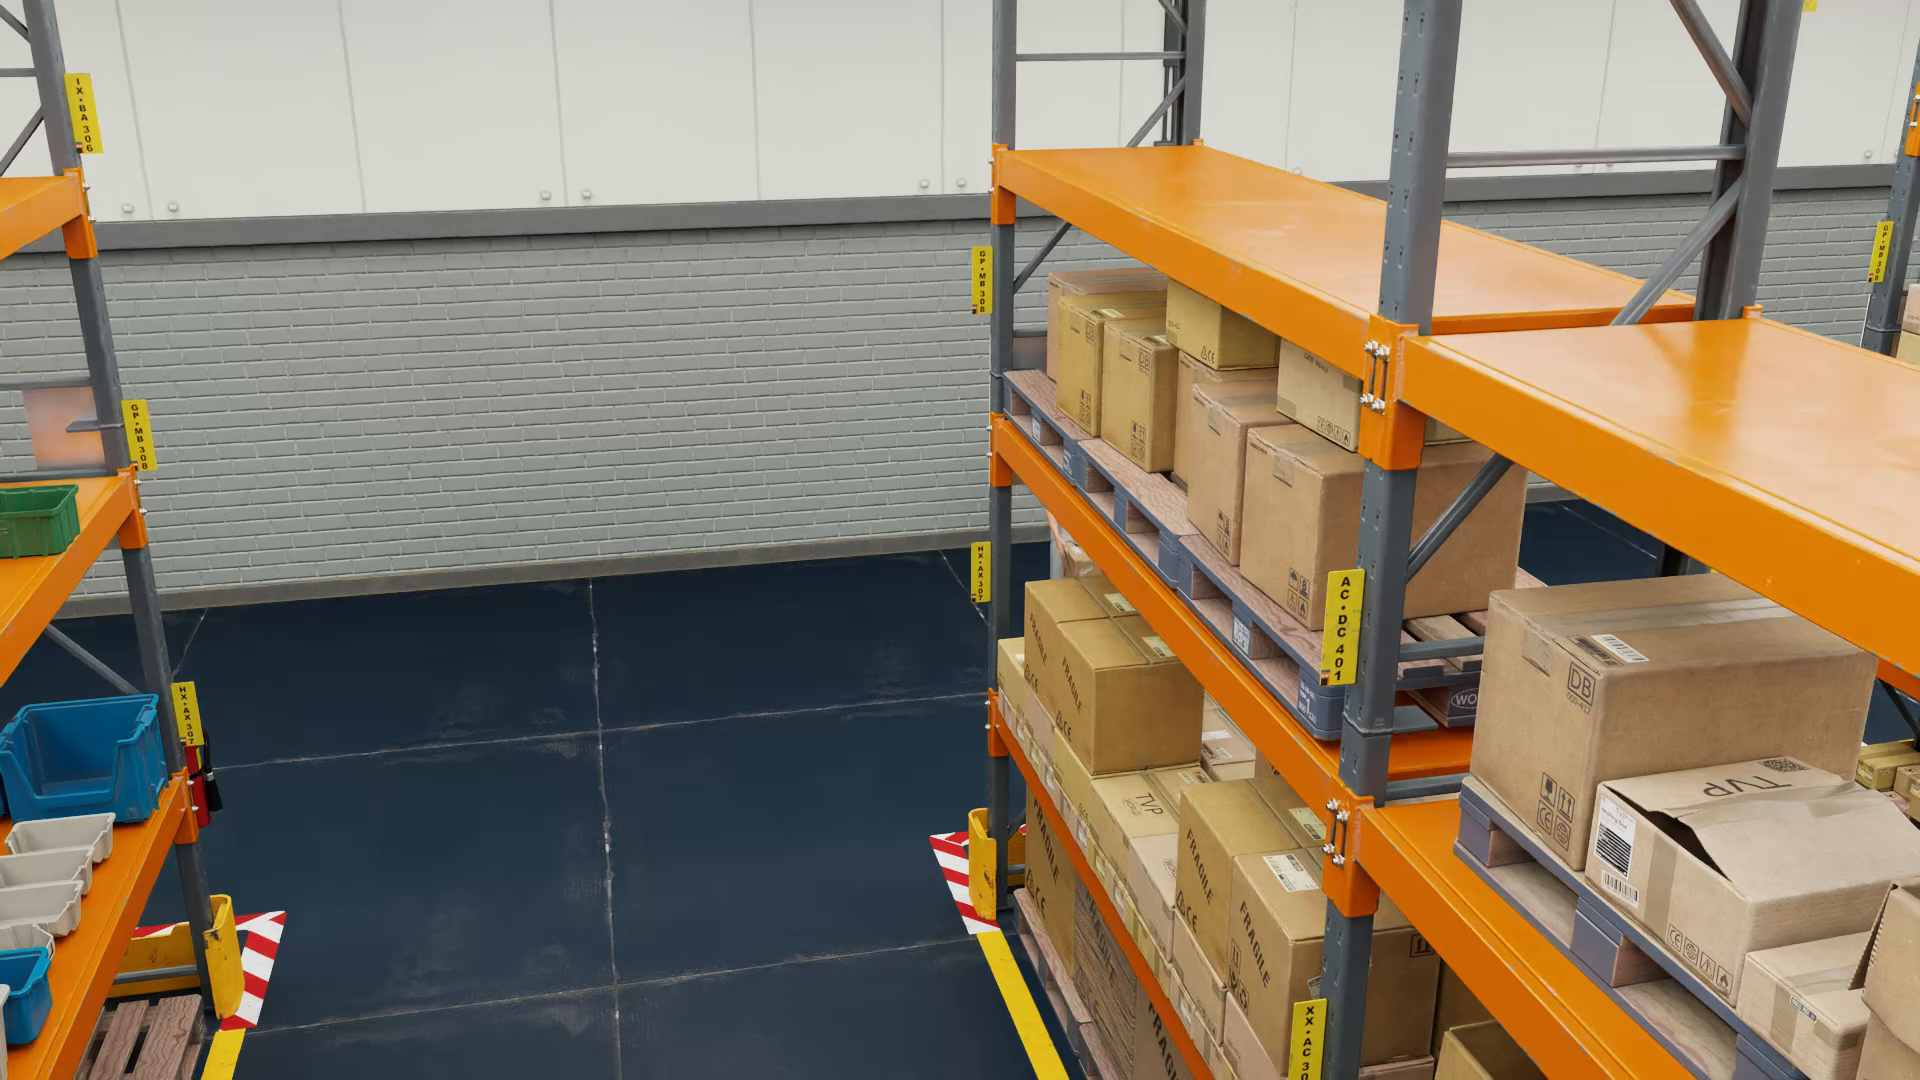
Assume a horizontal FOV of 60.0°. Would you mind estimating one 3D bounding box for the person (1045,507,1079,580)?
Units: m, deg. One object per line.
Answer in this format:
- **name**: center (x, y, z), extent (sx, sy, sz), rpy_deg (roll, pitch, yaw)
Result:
- **person**: center (0.866, 0.009, 12.323), extent (0.467, 1.676, 0.414), rpy_deg (-5, 20, -14)
